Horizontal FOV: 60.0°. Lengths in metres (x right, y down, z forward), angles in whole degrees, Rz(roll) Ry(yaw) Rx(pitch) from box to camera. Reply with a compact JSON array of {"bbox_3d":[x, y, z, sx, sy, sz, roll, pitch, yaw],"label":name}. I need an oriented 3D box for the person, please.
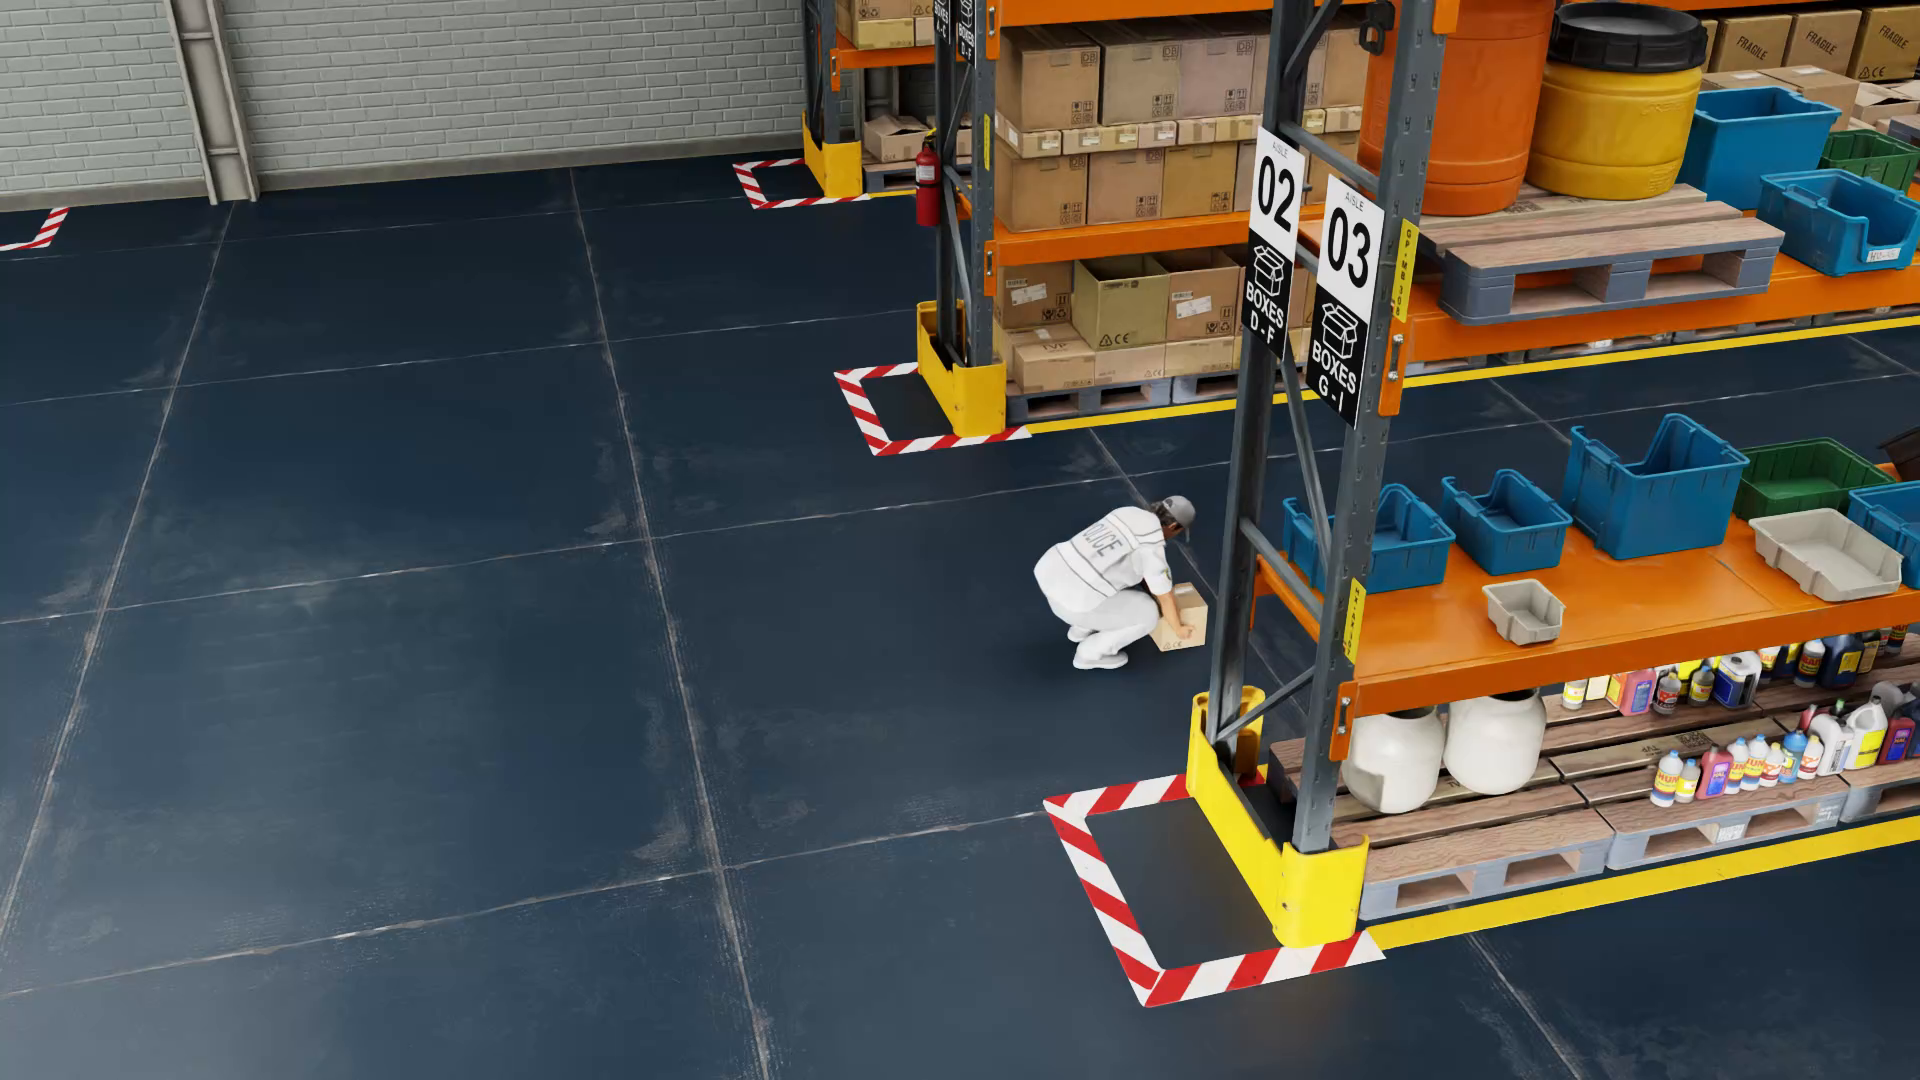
[{"bbox_3d":[0.823,0.210,8.700,0.865,0.837,0.520,-8,31,-13],"label":"person"}]
